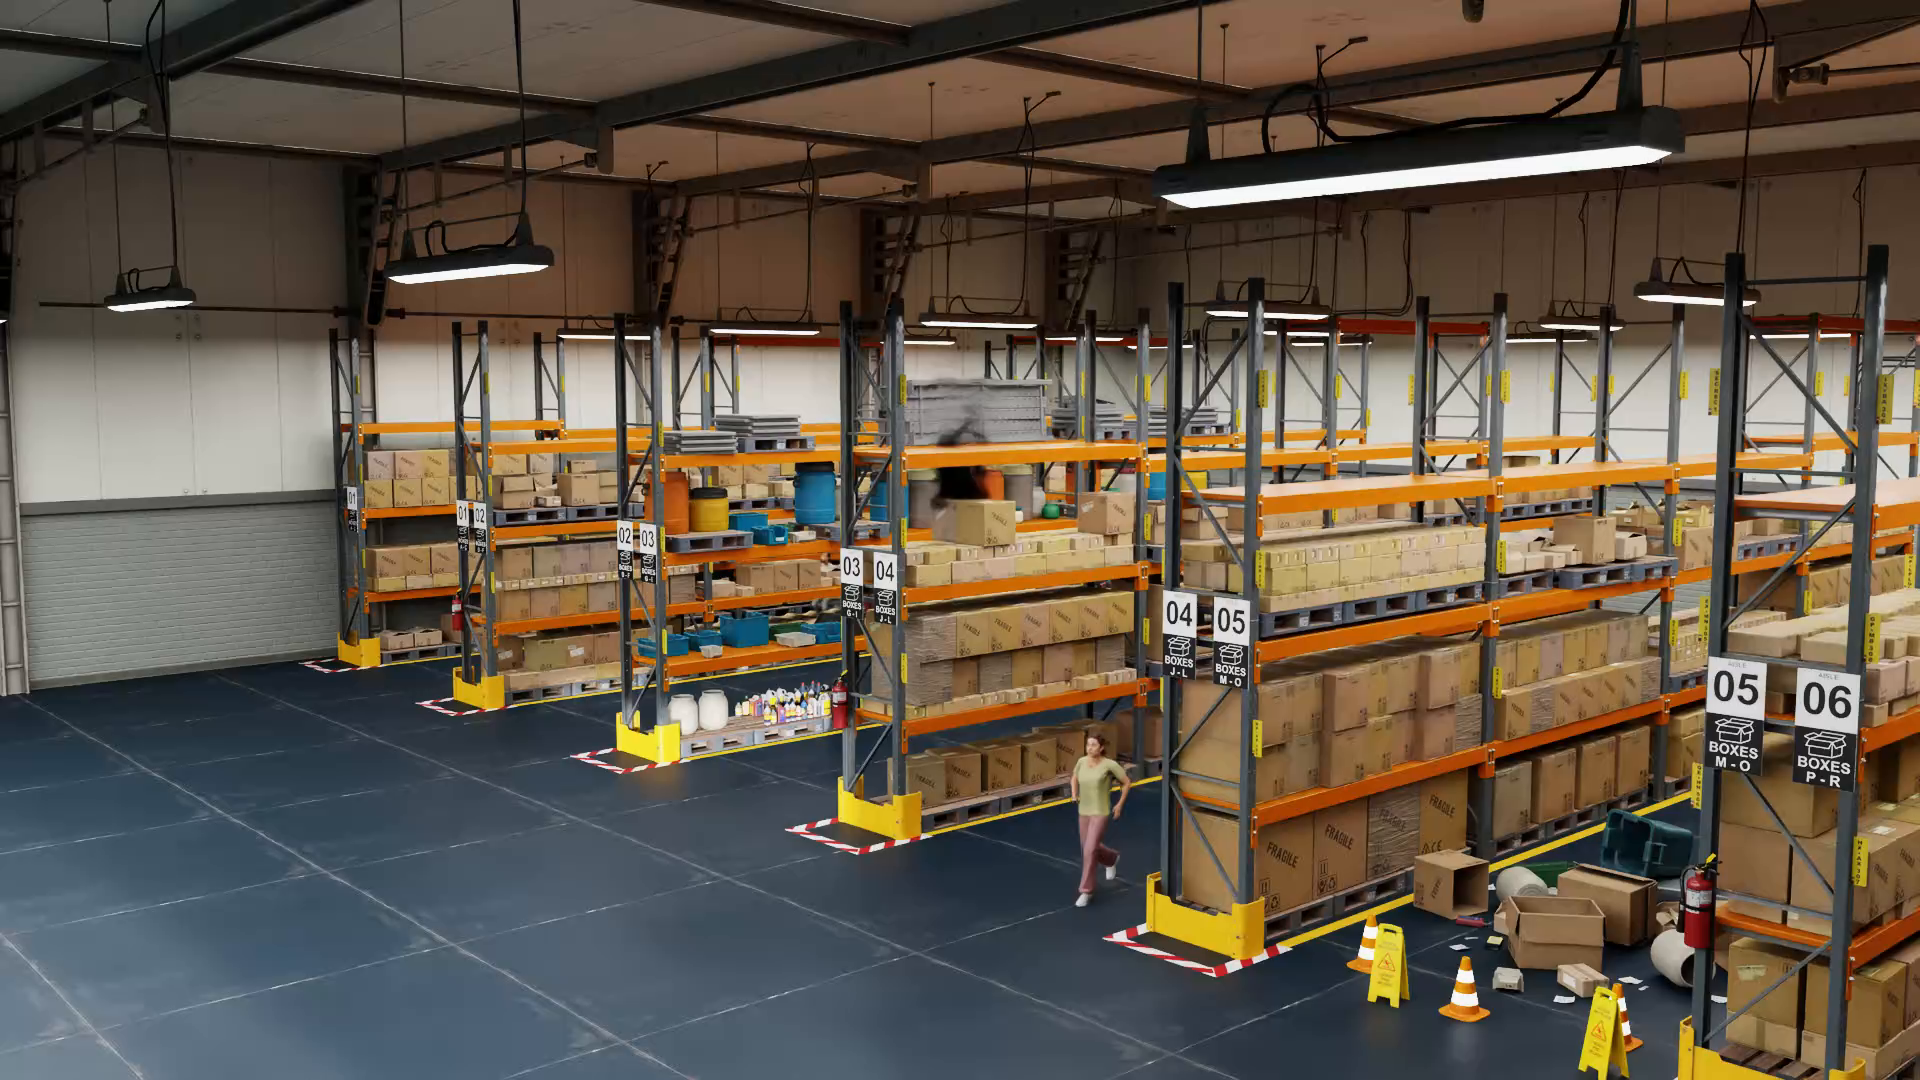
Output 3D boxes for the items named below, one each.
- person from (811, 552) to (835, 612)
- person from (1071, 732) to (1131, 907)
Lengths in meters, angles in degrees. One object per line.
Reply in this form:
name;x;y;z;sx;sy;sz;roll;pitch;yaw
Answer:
person;-2.779;1.020;33.696;0.568;1.631;0.535;3;7;30
person;1.360;2.727;16.517;0.616;1.669;0.834;4;7;37
